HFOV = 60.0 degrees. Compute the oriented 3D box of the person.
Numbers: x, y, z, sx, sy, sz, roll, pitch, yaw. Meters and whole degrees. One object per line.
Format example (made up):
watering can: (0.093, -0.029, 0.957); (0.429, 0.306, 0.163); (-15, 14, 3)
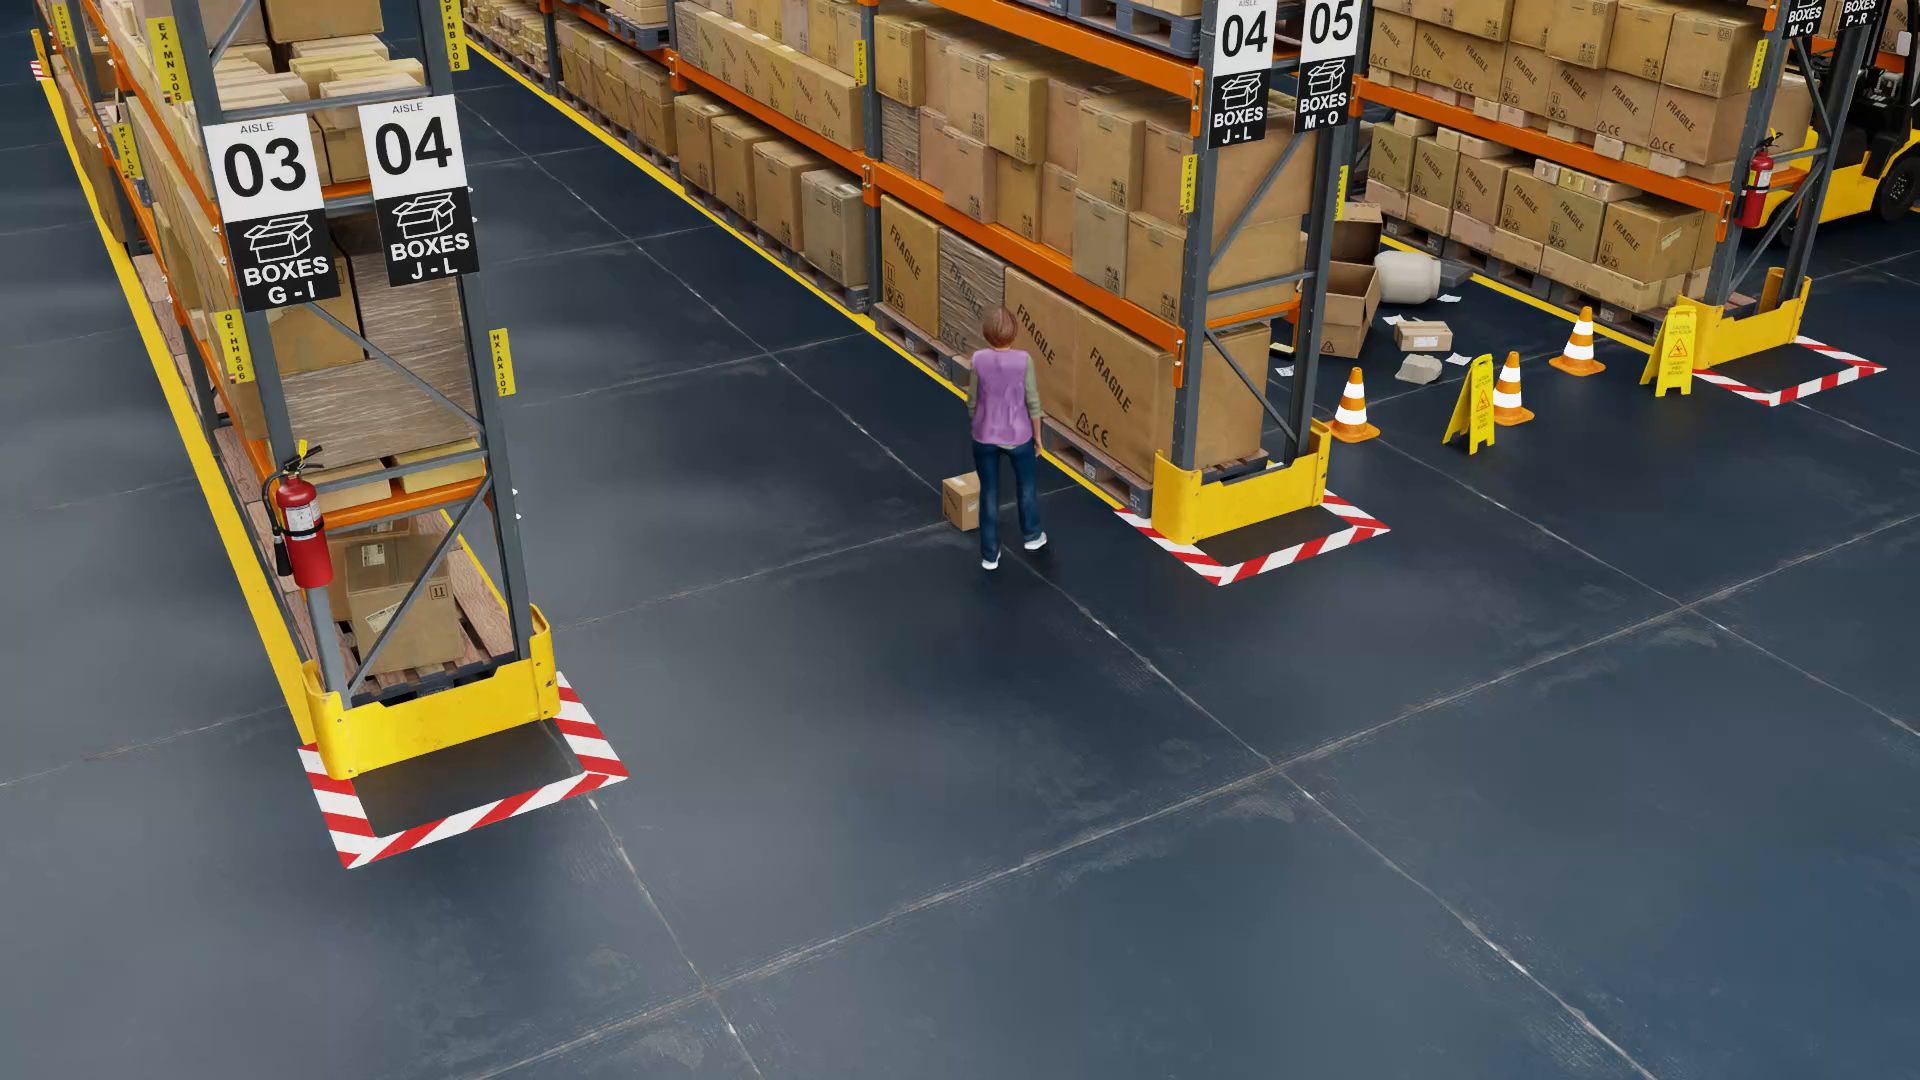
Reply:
person: (0.275, -0.604, 9.621); (0.473, 1.606, 0.518); (3, 30, 5)
